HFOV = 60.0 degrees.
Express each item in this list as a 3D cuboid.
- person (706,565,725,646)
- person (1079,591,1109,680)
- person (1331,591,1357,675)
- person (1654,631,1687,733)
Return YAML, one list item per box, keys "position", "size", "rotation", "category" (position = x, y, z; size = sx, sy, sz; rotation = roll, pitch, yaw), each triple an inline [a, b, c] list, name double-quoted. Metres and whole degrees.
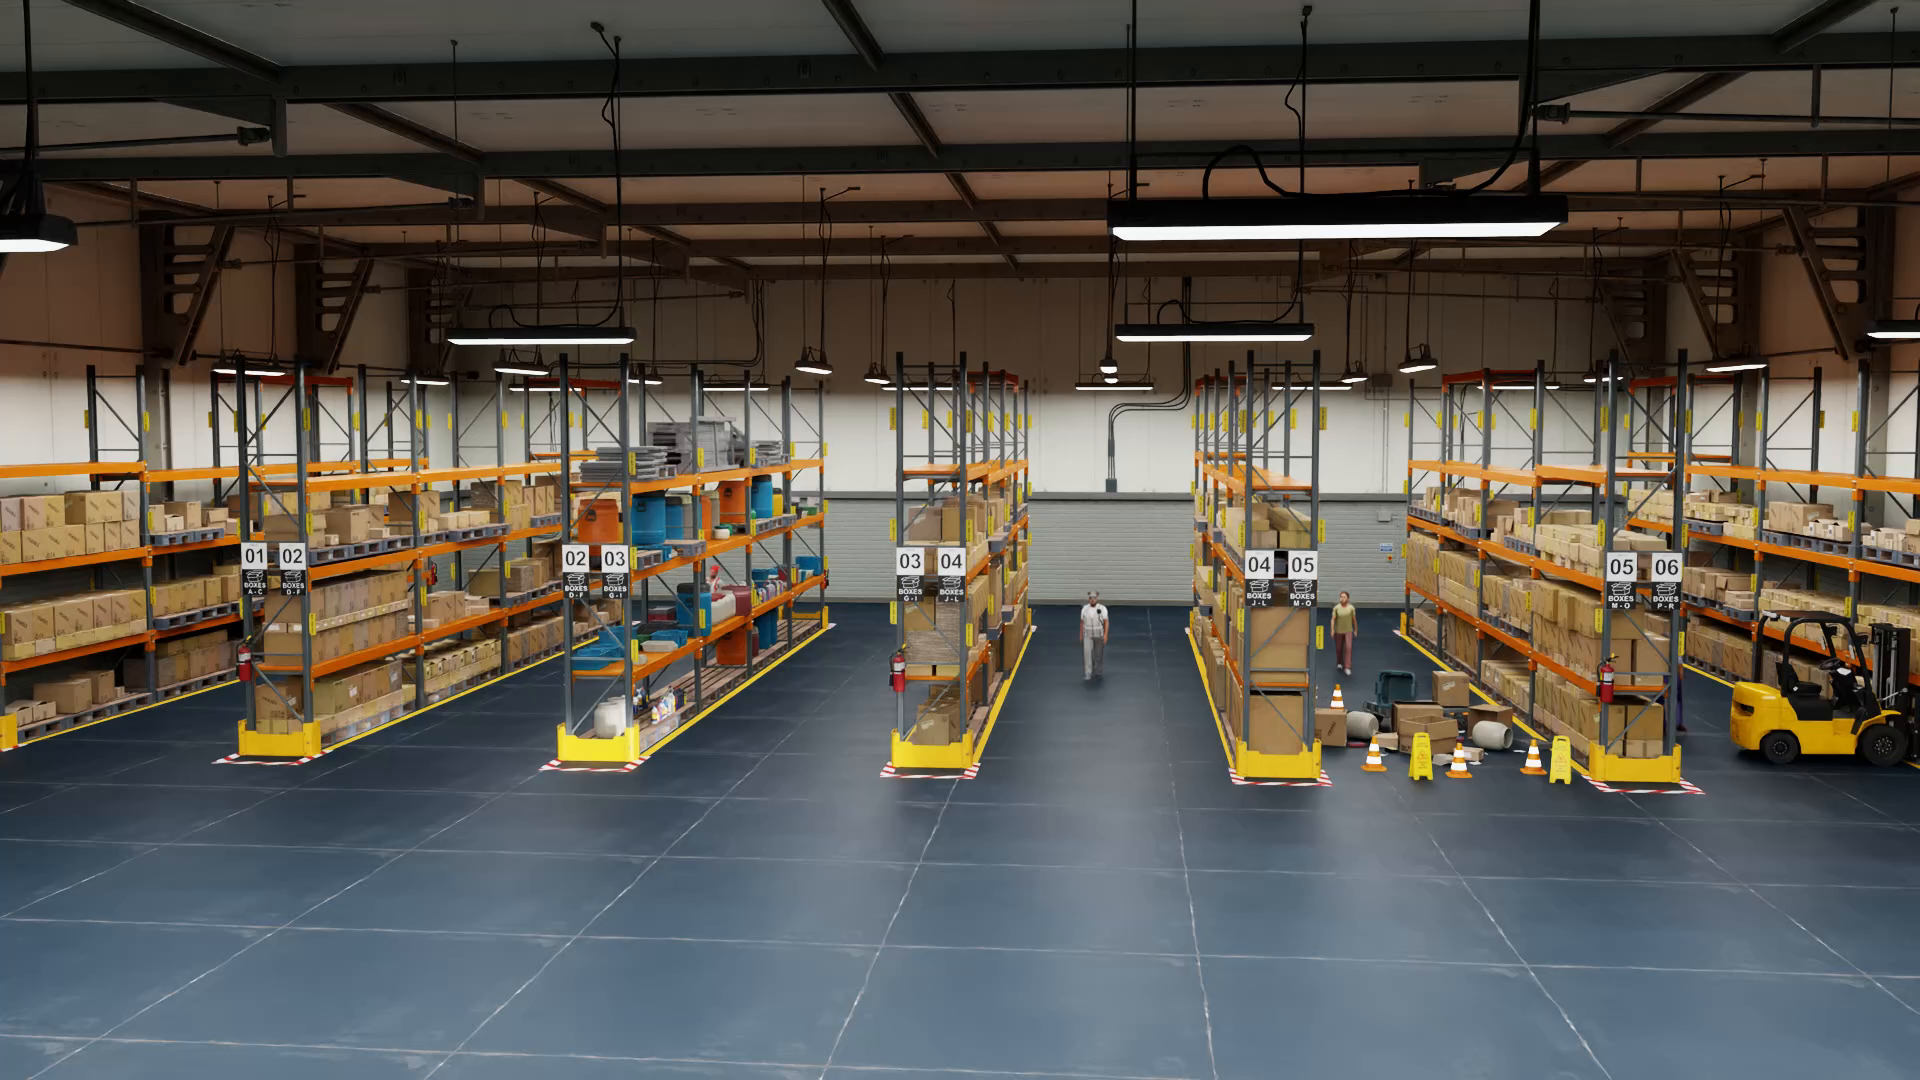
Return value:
- position: [-5.562, 1.461, 37.165]
  size: [0.595, 1.794, 0.483]
  rotation: [4, 5, 42]
  category: "person"
- position: [2.597, 1.831, 32.307]
  size: [0.587, 1.707, 1.084]
  rotation: [1, 4, 8]
  category: "person"
- position: [7.640, 1.824, 33.080]
  size: [0.508, 1.607, 1.072]
  rotation: [1, 4, 14]
  category: "person"
- position: [11.366, 2.293, 26.662]
  size: [0.537, 1.645, 0.522]
  rotation: [0, 4, 4]
  category: "person"
